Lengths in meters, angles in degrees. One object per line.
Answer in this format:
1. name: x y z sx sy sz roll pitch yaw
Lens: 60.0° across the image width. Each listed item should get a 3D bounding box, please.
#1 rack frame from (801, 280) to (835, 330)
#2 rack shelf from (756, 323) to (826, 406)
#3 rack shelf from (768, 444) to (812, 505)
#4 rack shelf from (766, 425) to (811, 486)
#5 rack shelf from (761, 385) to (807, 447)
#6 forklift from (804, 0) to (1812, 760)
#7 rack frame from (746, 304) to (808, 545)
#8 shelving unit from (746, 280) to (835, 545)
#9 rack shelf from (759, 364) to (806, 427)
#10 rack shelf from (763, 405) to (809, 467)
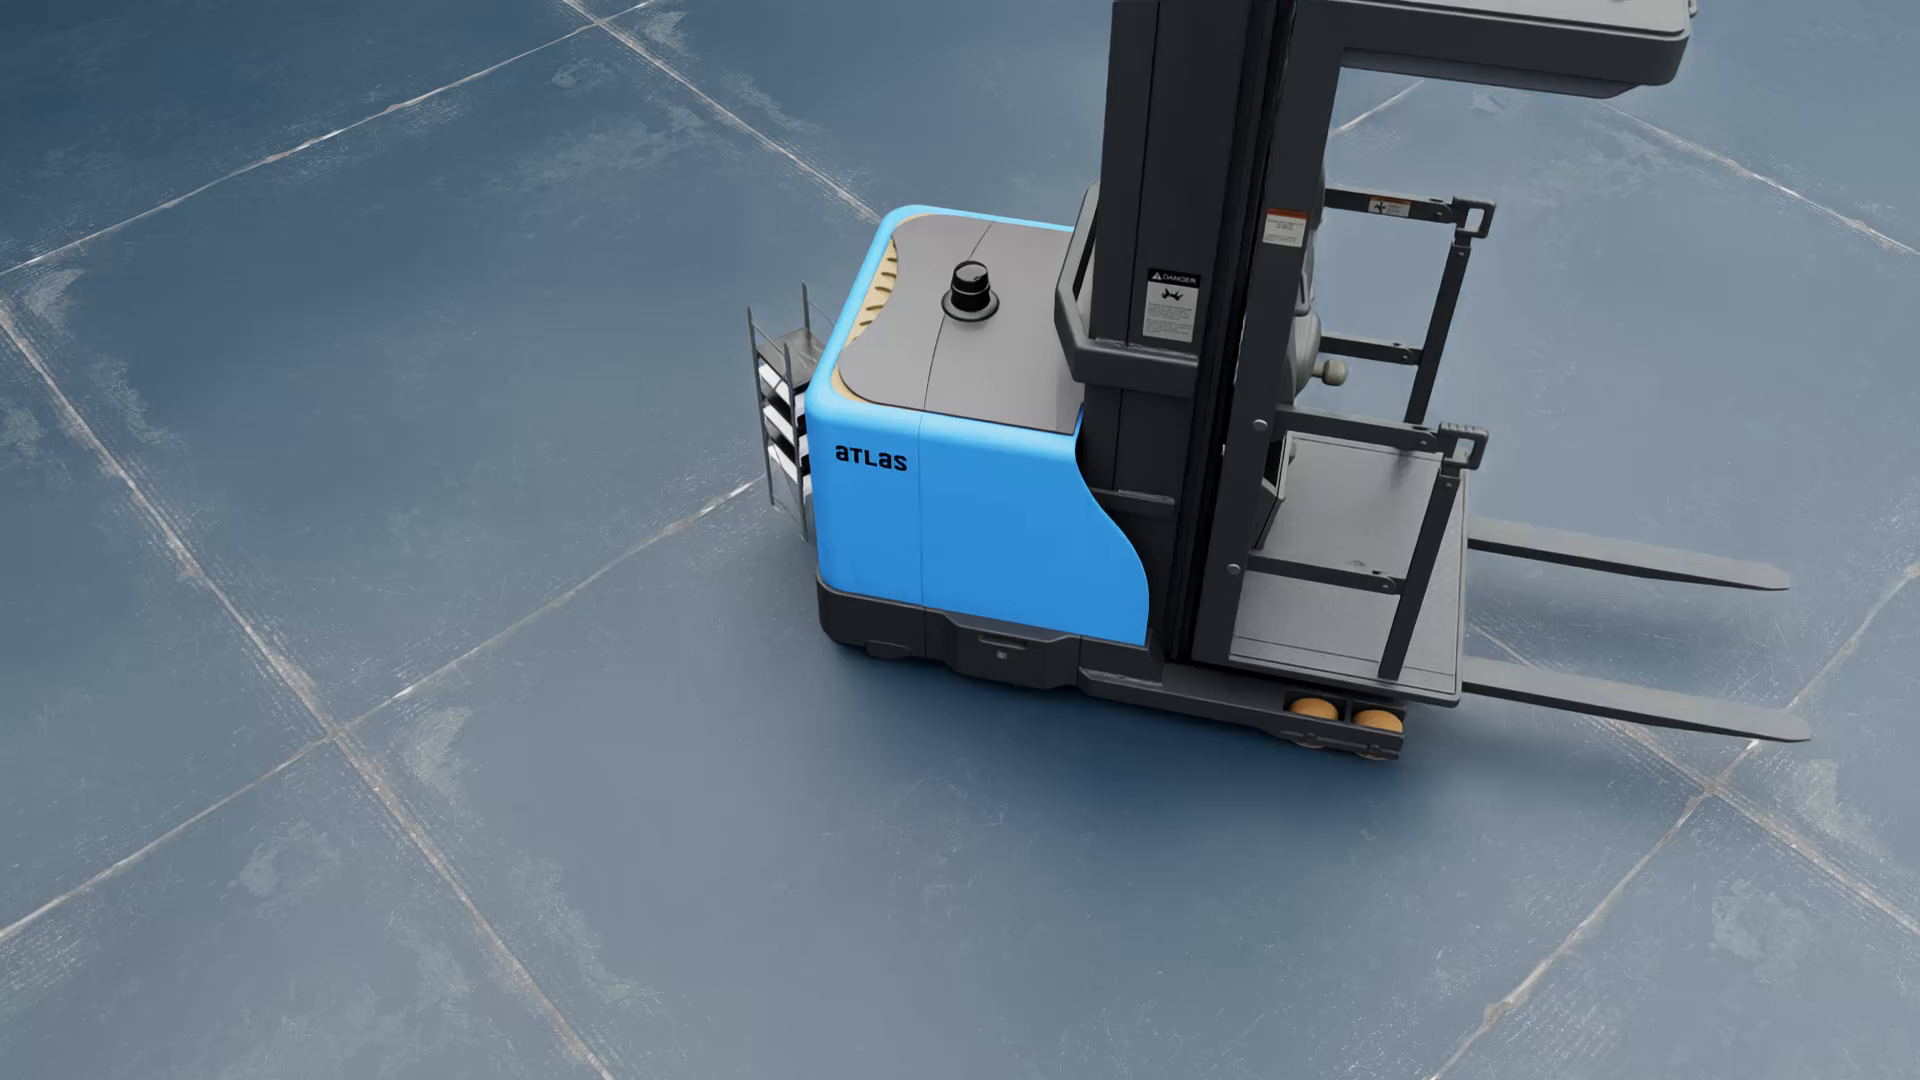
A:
1. rack frame: -0.431 -0.448 5.551 0.006 0.900 0.240 -28 53 -23
2. rack shelf: -0.514 -0.565 5.337 0.200 0.077 0.258 -28 53 -23
3. rack shelf: -0.514 -0.260 5.668 0.200 0.077 0.258 -28 53 -23
4. rack shelf: -0.514 -0.321 5.601 0.200 0.077 0.258 -28 53 -23
5. rack shelf: -0.514 -0.443 5.469 0.200 0.077 0.258 -28 53 -23
6. forklift: 1.117 -0.750 4.448 3.031 2.935 1.130 10 48 9
7. rack frame: -0.596 -0.360 5.470 0.006 0.900 0.240 -28 53 -23
8. shelving unit: -0.514 -0.404 5.511 0.210 0.900 0.258 -28 53 -23
9. rack shelf: -0.514 -0.504 5.403 0.200 0.077 0.258 -28 53 -23
10. rack shelf: -0.514 -0.382 5.535 0.200 0.077 0.258 -28 53 -23
